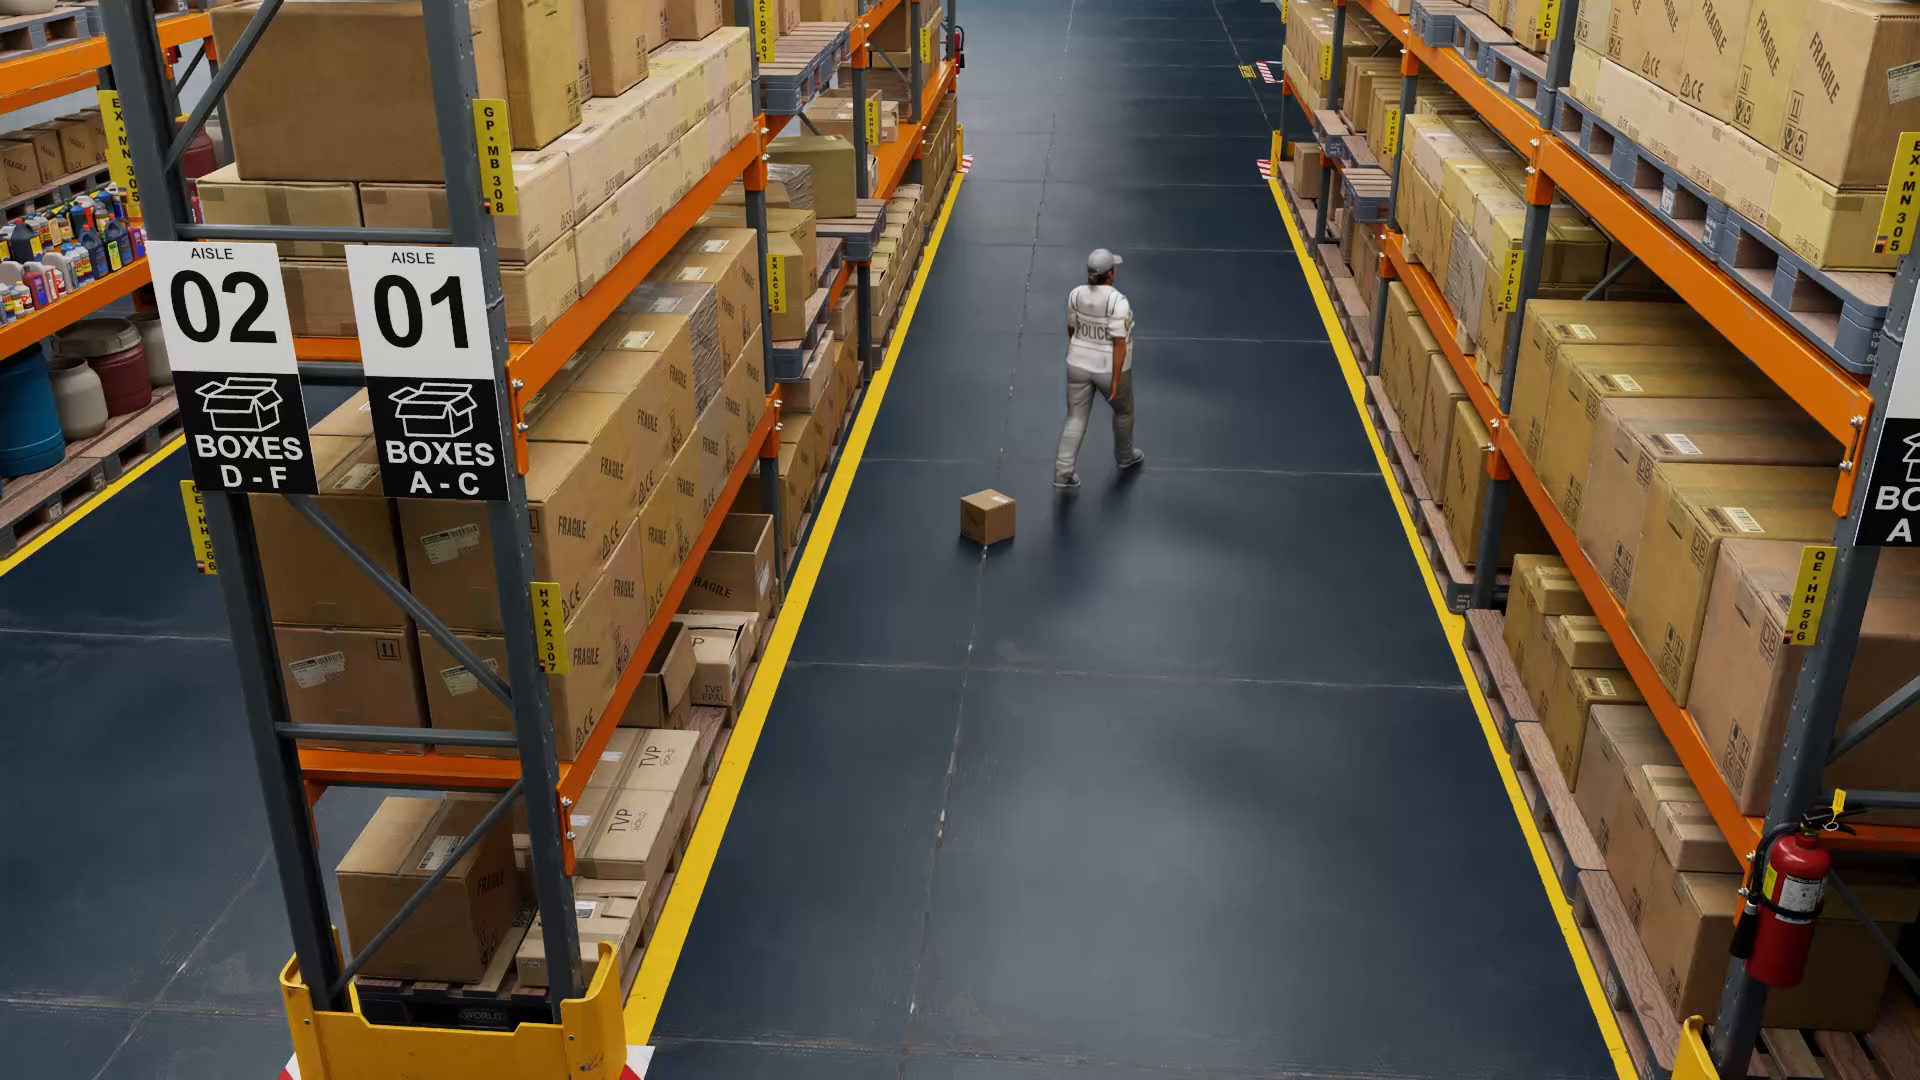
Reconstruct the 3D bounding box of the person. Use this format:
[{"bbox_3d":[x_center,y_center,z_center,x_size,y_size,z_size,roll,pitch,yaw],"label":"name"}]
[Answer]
[{"bbox_3d":[0.933,-1.173,11.148,0.478,1.606,0.999,12,27,24],"label":"person"}]
